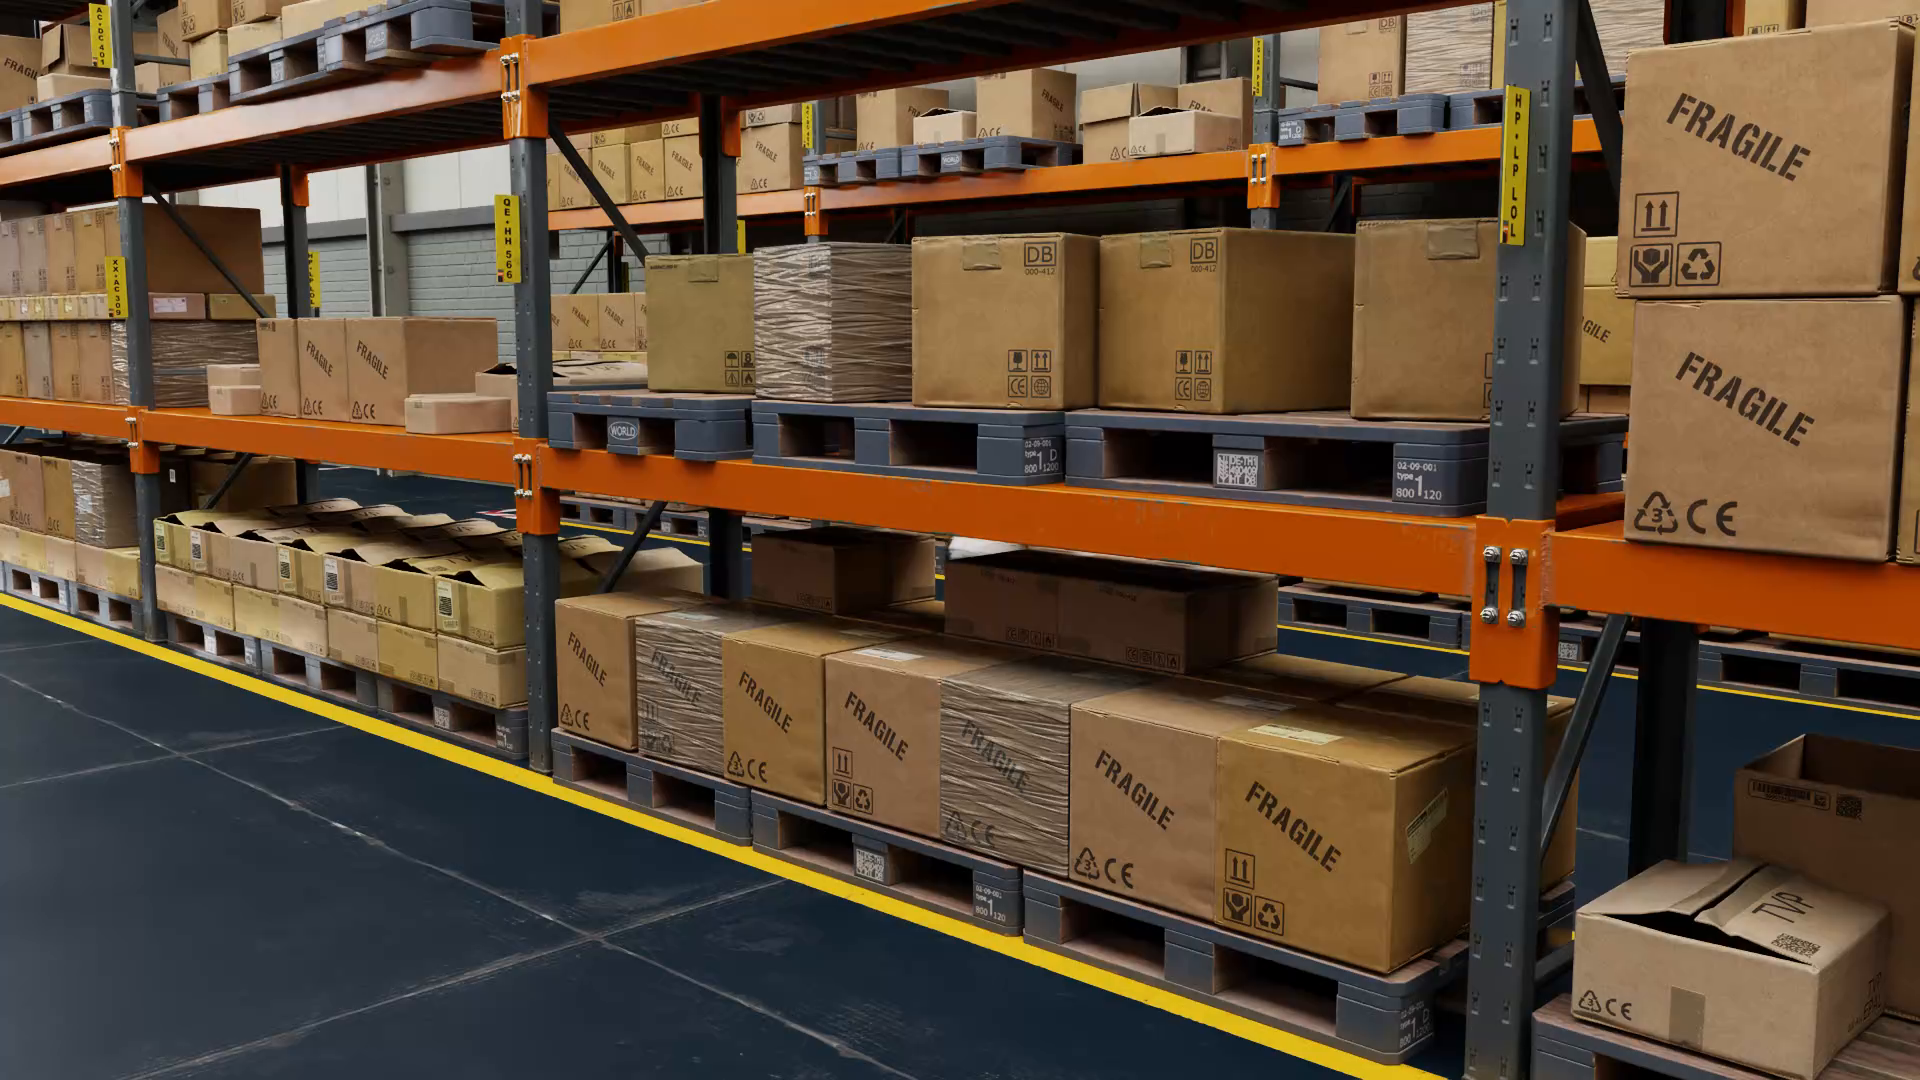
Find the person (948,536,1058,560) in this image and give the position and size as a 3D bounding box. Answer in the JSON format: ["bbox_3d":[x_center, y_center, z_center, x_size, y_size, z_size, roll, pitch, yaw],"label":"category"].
[{"bbox_3d":[0.282,0.092,9.280,0.489,0.985,0.843,7,10,43],"label":"person"}]
